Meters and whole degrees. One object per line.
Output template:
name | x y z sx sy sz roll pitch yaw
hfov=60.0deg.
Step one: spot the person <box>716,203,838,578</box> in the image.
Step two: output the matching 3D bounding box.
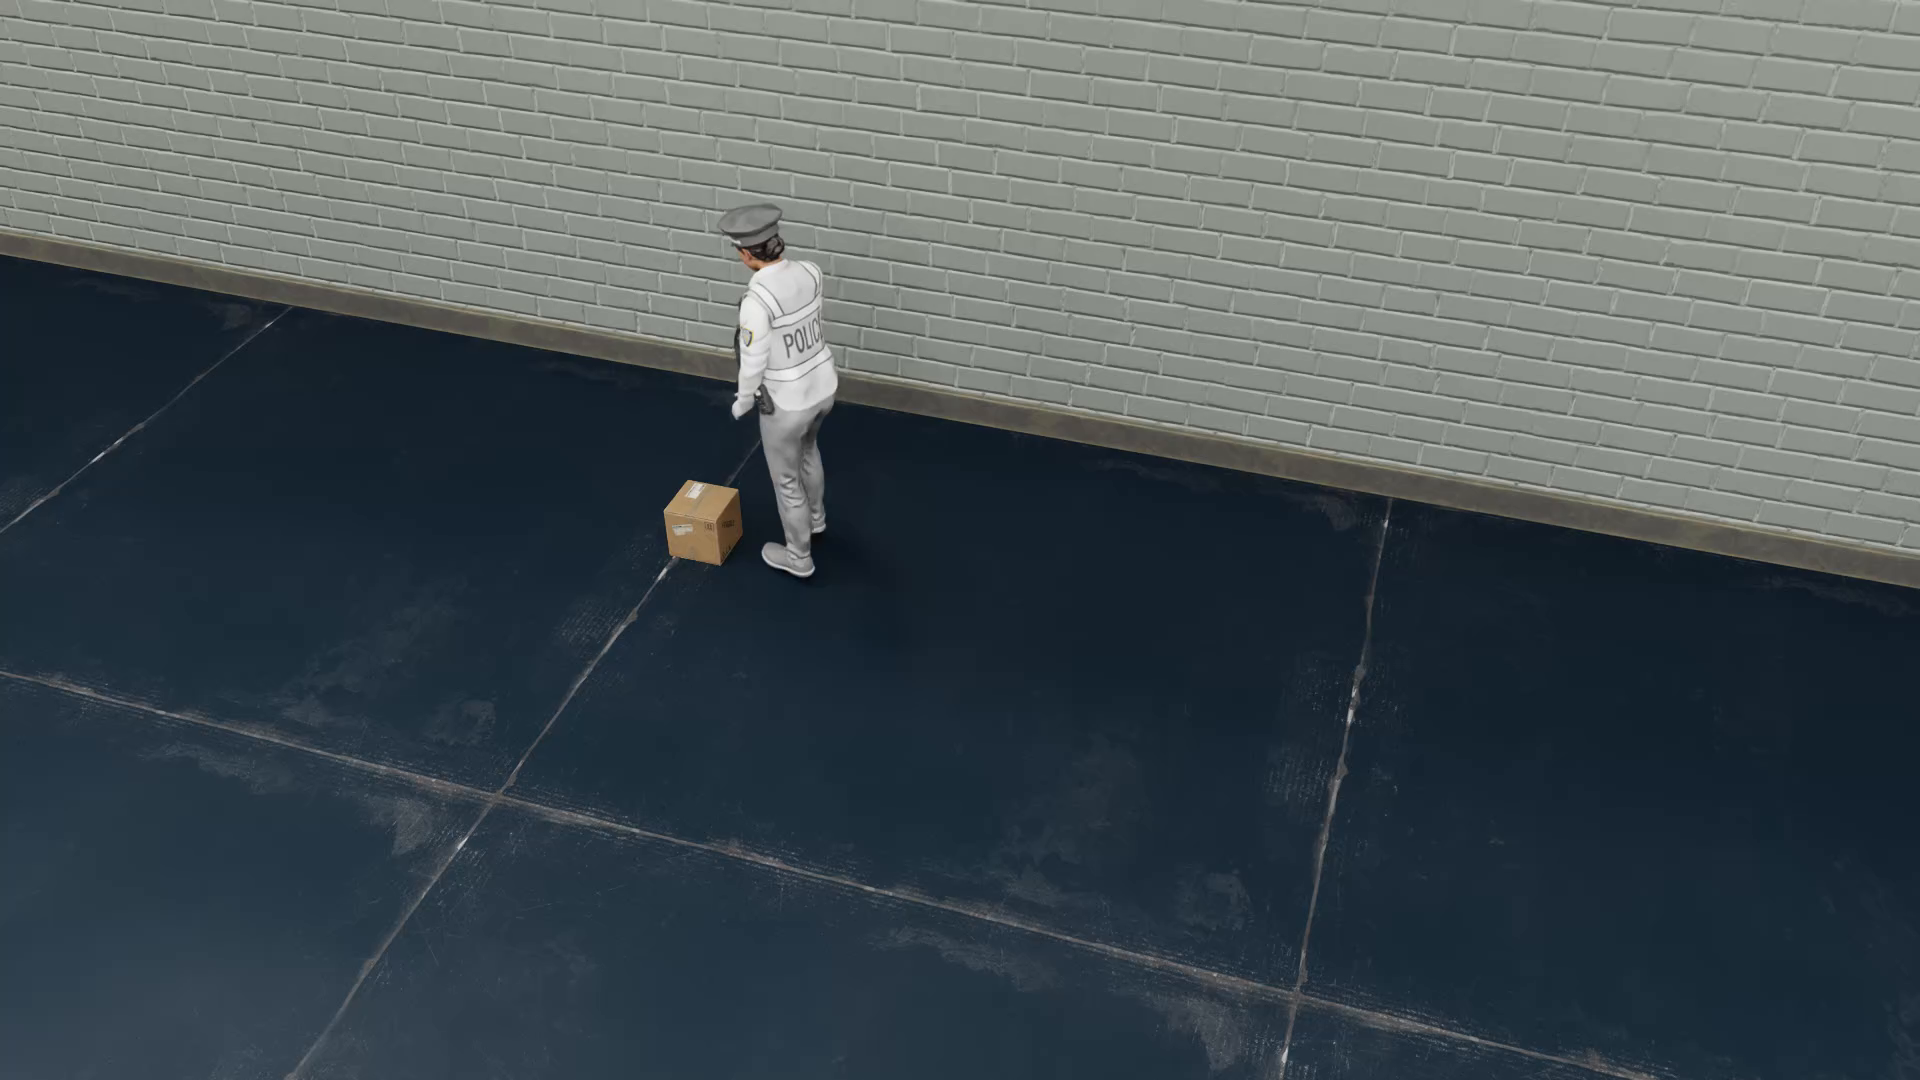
person | -0.738 -0.600 6.938 0.502 1.684 0.540 22 42 26
